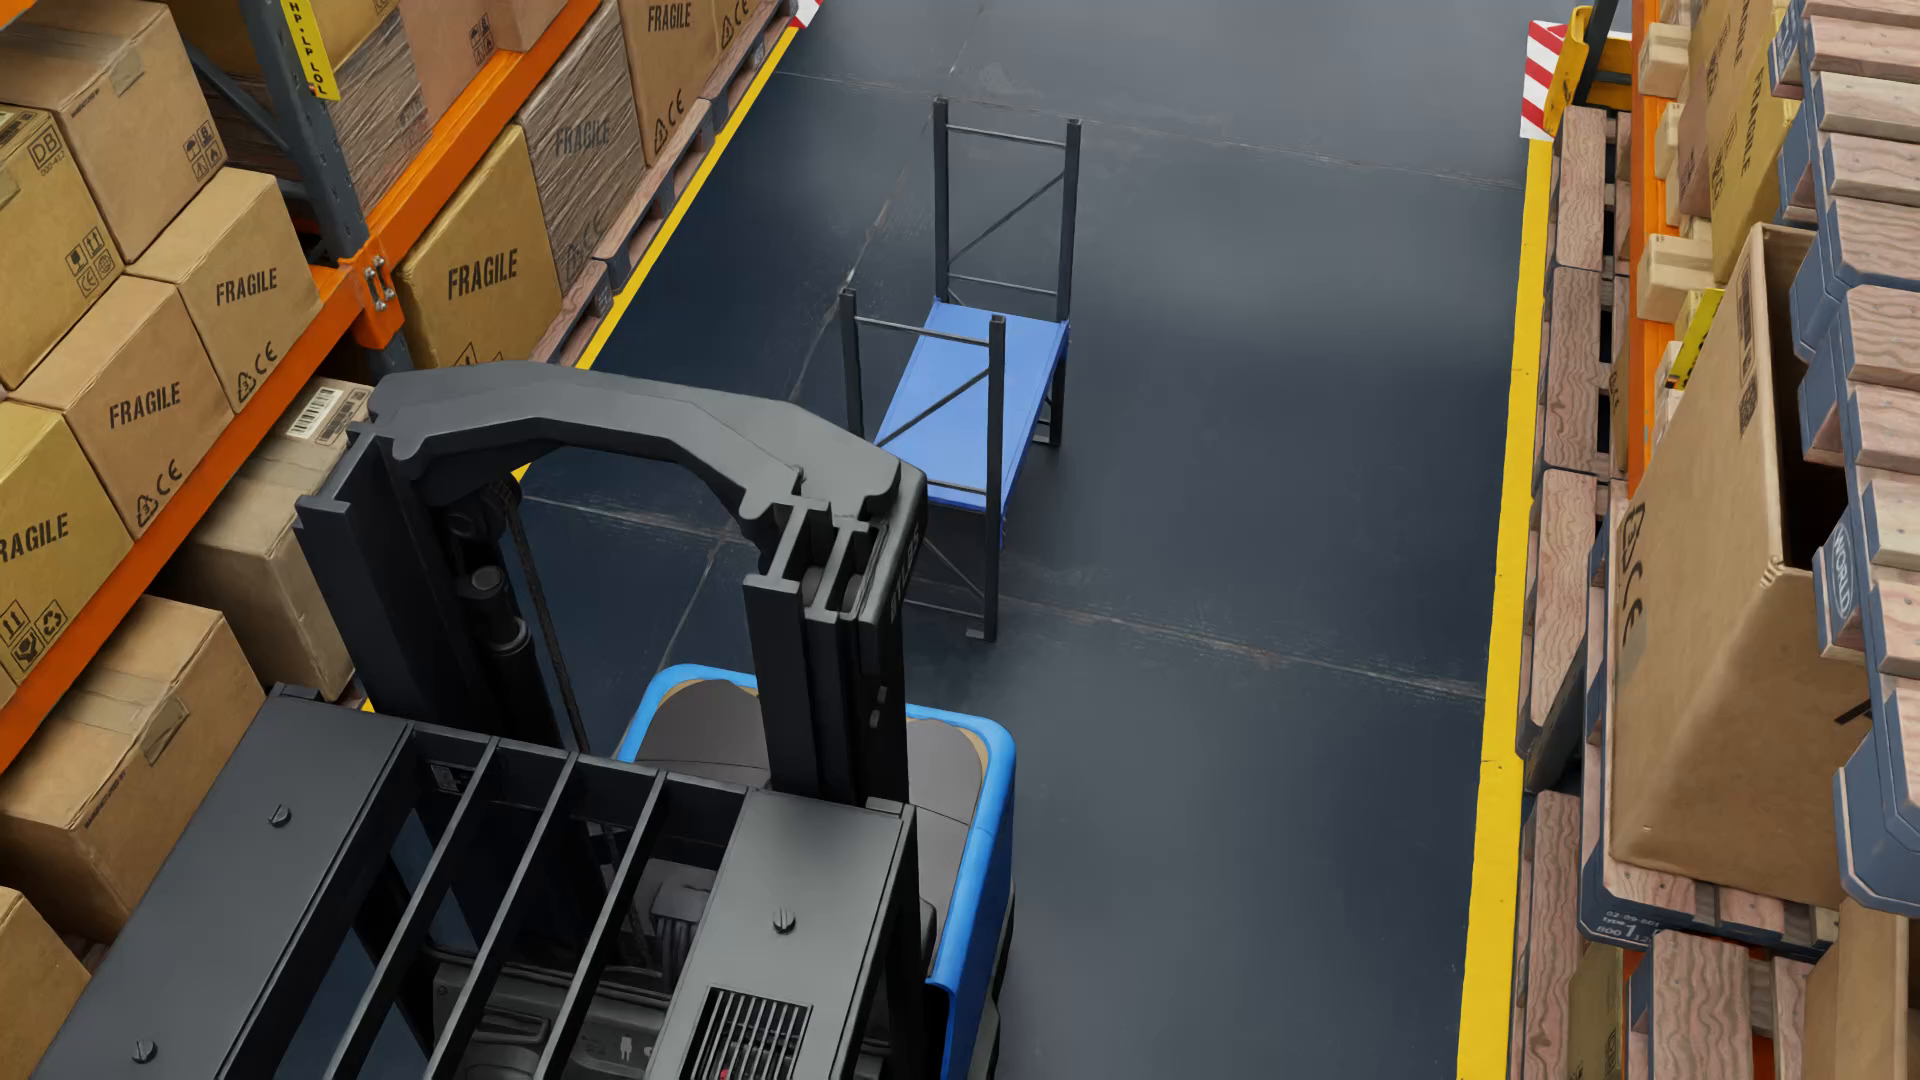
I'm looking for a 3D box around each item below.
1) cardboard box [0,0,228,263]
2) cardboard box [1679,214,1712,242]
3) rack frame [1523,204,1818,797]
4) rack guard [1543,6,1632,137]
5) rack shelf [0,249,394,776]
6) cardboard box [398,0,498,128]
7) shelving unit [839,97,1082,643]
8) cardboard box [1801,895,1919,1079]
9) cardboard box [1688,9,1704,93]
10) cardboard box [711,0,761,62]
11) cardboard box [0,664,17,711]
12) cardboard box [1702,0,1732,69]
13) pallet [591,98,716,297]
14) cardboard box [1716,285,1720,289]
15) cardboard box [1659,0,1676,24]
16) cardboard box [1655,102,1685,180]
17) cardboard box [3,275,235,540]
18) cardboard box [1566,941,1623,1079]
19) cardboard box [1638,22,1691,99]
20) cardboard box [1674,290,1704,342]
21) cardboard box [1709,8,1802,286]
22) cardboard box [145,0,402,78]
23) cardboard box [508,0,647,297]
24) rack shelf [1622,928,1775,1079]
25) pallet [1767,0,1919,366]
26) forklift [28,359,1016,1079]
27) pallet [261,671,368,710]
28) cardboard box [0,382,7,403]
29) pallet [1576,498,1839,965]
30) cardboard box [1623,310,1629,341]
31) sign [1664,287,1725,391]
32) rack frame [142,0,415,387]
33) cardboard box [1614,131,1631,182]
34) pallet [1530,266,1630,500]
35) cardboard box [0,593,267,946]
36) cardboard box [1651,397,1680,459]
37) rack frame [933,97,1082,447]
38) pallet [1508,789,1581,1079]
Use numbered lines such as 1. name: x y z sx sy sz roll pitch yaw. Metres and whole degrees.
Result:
1. cardboard box: -2.518 -1.155 4.536 0.700 0.500 0.500 11 49 9
2. cardboard box: 2.488 -0.936 5.243 0.380 0.149 0.250 12 50 10
3. rack frame: 2.365 -0.100 4.338 1.000 3.000 0.127 12 50 10
4. rack guard: 3.398 -2.111 7.780 1.175 0.500 0.348 12 50 10
5. rack shelf: -2.919 0.533 4.259 1.077 0.370 4.000 12 50 10
6. cardboard box: -2.185 -1.873 5.802 0.875 0.550 0.550 12 50 10
7. shelving unit: 0.022 -0.558 5.742 0.538 1.500 1.048 12 50 10
8. cardboard box: 1.998 0.999 3.019 0.797 0.503 0.637 16 51 14
9. cardboard box: 2.915 -1.634 5.427 0.875 0.500 0.500 12 50 10
10. cardboard box: -1.455 -2.977 8.014 0.875 0.875 0.875 12 50 10
11. cardboard box: -2.670 0.344 3.879 0.500 0.500 0.500 11 50 10
12. cardboard box: 2.481 -1.665 4.787 0.500 0.500 0.500 12 50 10
13. pallet: -1.798 -1.649 7.565 1.003 0.211 1.213 12 50 10
14. cardboard box: 2.709 -0.899 4.778 0.875 0.500 0.500 12 50 10
15. cardboard box: 2.830 -2.032 6.210 0.380 0.149 0.250 12 50 10
16. cardboard box: 2.547 -1.312 5.575 0.380 0.149 0.250 12 50 10
17. cardboard box: -2.405 -0.389 4.526 0.500 0.500 0.500 11 50 10
18. cardboard box: 2.039 1.363 4.420 0.700 0.500 0.500 11 50 10
19. cardboard box: 2.625 -1.685 5.904 0.380 0.149 0.250 12 50 10
20. cardboard box: 2.337 -0.578 4.927 0.380 0.149 0.250 12 50 10
21. cardboard box: 2.218 -0.942 4.149 0.500 0.500 0.500 12 50 10
22. cardboard box: -2.263 -1.819 5.034 0.875 0.550 0.550 12 50 10
23. cardboard box: -1.926 -1.682 6.870 0.875 0.875 0.875 12 50 10
24. rack shelf: 1.839 1.585 3.330 1.077 0.370 4.000 12 50 10
25. pallet: 2.100 -0.605 2.908 1.213 0.211 1.003 12 50 10
26. forklift: -0.662 1.224 3.215 1.130 2.935 3.031 10 49 8
27. pallet: -2.523 0.344 5.806 1.003 0.211 1.213 12 50 10
28. cardboard box: -2.785 -0.418 3.884 0.700 0.500 0.500 12 50 10
29. pallet: 2.024 0.488 3.947 1.003 0.211 1.213 12 50 10
30. cardboard box: 2.930 -0.968 6.491 0.500 0.500 0.500 16 50 14
31. sign: 1.840 -0.488 4.103 0.100 0.325 0.005 12 50 10
32. rack frame: -2.393 -1.152 5.266 1.000 3.000 0.127 12 50 10
33. cardboard box: 3.238 -1.857 7.275 0.500 0.500 0.500 20 52 17
34. pallet: 2.827 -0.555 6.599 1.003 0.211 1.213 12 50 10
35. cardboard box: -2.727 0.617 4.925 1.050 0.750 0.750 12 50 10
36. cardboard box: 2.138 -0.230 4.620 0.380 0.149 0.250 12 50 10
37. rack frame: 0.156 -0.926 6.067 0.500 1.500 0.032 12 50 10
38. pallet: 2.162 1.386 4.886 1.003 0.211 1.213 12 50 10
